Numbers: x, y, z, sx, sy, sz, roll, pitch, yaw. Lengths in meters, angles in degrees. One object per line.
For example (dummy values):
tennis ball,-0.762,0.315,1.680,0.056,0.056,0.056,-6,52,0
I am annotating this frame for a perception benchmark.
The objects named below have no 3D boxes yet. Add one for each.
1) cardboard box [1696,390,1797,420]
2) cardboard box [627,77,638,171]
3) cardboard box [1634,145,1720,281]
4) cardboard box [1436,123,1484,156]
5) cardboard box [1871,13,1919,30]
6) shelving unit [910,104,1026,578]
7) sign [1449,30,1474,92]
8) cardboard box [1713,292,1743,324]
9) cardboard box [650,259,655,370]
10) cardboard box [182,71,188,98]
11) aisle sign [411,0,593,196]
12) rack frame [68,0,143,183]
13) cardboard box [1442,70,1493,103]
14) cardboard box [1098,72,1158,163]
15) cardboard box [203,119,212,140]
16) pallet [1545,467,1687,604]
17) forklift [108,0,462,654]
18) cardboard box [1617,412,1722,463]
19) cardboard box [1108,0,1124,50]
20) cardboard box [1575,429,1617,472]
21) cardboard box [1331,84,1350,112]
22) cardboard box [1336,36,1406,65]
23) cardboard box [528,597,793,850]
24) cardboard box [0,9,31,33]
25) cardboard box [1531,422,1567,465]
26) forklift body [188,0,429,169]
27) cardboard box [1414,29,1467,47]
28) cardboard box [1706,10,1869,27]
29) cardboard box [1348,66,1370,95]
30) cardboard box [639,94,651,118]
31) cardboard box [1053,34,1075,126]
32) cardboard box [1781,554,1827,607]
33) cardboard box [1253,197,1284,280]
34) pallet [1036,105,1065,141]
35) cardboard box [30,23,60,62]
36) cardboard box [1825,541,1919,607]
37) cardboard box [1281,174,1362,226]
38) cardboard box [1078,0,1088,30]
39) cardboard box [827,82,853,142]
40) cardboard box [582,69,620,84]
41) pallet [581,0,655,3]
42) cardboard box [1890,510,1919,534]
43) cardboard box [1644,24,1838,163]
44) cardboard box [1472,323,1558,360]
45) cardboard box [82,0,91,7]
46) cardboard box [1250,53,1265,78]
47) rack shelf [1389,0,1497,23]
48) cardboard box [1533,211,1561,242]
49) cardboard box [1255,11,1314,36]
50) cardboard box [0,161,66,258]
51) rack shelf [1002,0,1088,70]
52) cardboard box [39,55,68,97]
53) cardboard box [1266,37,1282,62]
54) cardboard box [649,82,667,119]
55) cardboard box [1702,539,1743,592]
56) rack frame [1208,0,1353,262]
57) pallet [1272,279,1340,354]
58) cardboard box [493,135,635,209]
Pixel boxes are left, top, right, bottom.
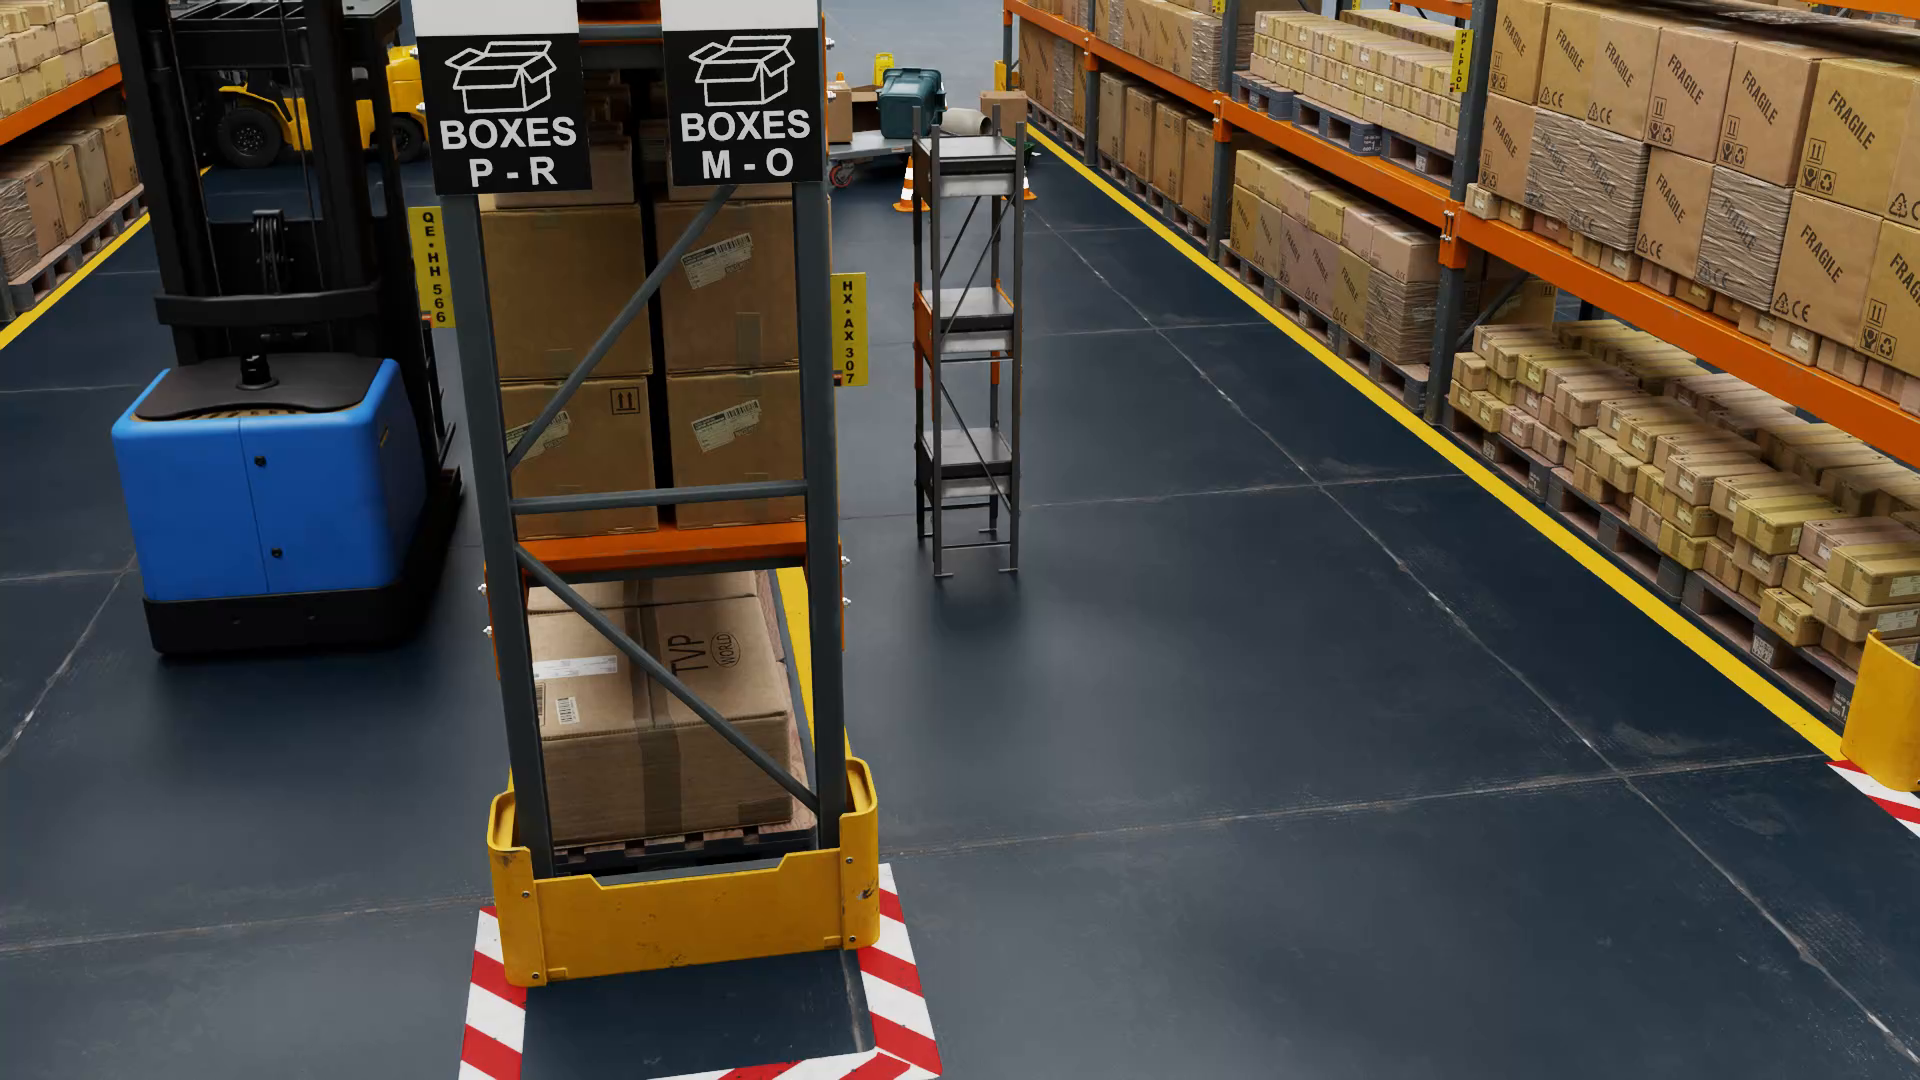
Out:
cardboard box,3.885,-0.626,8.230,0.380,0.149,0.250,-5,24,-12
cardboard box,-1.575,-1.587,6.762,0.500,0.500,0.500,-4,24,-9
cardboard box,3.378,-1.461,7.351,0.500,0.500,0.500,-3,24,-7
cardboard box,2.982,-2.315,9.591,0.380,0.149,0.250,-5,24,-11
cardboard box,7.522,-4.213,12.771,0.797,0.503,0.637,-3,24,-8
shelving unit,0.031,-0.897,7.681,0.431,2.100,0.503,-4,24,-10
sign,2.705,-2.584,8.972,0.100,0.325,0.005,-4,24,-10
cardboard box,3.500,-1.028,7.170,0.380,0.149,0.250,-5,24,-12
cardboard box,-0.970,-0.966,6.590,0.500,0.500,0.500,-4,24,-8
cardboard box,-7.922,-4.468,16.395,0.500,0.250,0.500,-3,24,-8
aisle sign,-1.148,-1.257,4.131,0.394,0.787,0.004,-4,24,-10
rack frame,-7.953,-4.468,14.732,1.000,3.000,0.127,-4,24,-10
cardboard box,2.984,-2.589,9.477,0.380,0.149,0.250,-3,24,-7
cardboard box,1.974,-4.167,16.328,1.050,0.750,0.750,-4,24,-10
cardboard box,-8.011,-4.216,17.065,0.500,0.250,0.500,-4,24,-8
pallet,3.638,-0.076,8.159,1.003,0.211,1.213,-4,24,-10
forklift,-3.132,-1.425,7.851,1.130,2.935,3.031,-4,24,-9
cardboard box,3.374,-0.487,7.911,0.380,0.149,0.250,-4,24,-9
cardboard box,1.697,-4.863,15.512,0.500,0.500,0.500,-4,24,-9
cardboard box,3.277,-0.446,8.188,0.380,0.149,0.250,-4,24,-10
cardboard box,2.688,-2.932,11.004,0.380,0.149,0.250,-5,24,-11
cardboard box,2.692,-3.208,10.893,0.380,0.149,0.250,-5,24,-10
cardboard box,-1.077,0.613,5.775,0.875,0.438,0.875,-5,24,-12
cardboard box,-7.232,-3.891,12.477,0.380,0.149,0.250,-4,24,-9
cardboard box,3.243,-0.520,8.731,0.380,0.149,0.250,-5,24,-11
forklift body,-6.549,-5.041,17.105,2.313,2.155,1.214,-4,24,-10
cardboard box,3.288,-3.352,11.222,0.380,0.149,0.250,-3,24,-7
cardboard box,3.784,-2.166,7.716,0.500,0.500,0.500,-4,24,-8
cardboard box,2.735,-2.970,10.719,0.380,0.149,0.250,-4,24,-10
cardboard box,-0.964,-1.431,6.405,0.500,0.500,0.500,-4,24,-10
cardboard box,1.552,-5.068,18.237,0.875,0.875,0.875,-4,24,-9
cardboard box,3.616,0.162,6.797,0.380,0.149,0.250,-5,24,-11
cardboard box,2.486,-2.222,12.187,0.500,0.500,0.500,-4,24,-9
pallet,1.478,-4.750,18.863,1.003,0.211,1.213,-4,24,-10
cardboard box,-7.345,-3.851,12.882,0.500,0.250,0.500,-4,24,-9
cardboard box,3.642,0.129,6.500,0.380,0.149,0.250,-4,24,-9
cardboard box,2.572,-2.376,11.603,0.500,0.250,0.500,-4,24,-9
cardboard box,1.690,-5.456,16.806,0.875,0.550,0.550,-4,24,-10
cardboard box,-1.332,-4.182,16.254,0.500,0.500,0.500,-4,24,-10
cardboard box,-1.440,-1.647,6.088,0.380,0.149,0.250,-4,24,-8
pallet,-1.004,-1.741,4.853,1.003,0.211,1.213,-4,24,-10
cardboard box,4.057,-0.012,6.824,0.380,0.149,0.250,-4,24,-9
cardboard box,3.361,-1.935,7.188,0.500,0.500,0.500,-5,24,-12
cardboard box,3.110,-1.104,9.323,0.380,0.149,0.250,-3,24,-8
cardboard box,-7.606,-4.593,14.082,0.380,0.149,0.250,-5,24,-11
cardboard box,2.394,-3.556,12.433,0.380,0.149,0.250,-5,24,-10
rack shelf,6.294,-6.027,19.201,1.077,0.370,4.000,-4,24,-10
cardboard box,3.202,-1.648,8.590,0.380,0.149,0.250,-5,24,-12
cardboard box,2.406,-3.821,12.298,0.380,0.149,0.250,-4,24,-10
cardboard box,-7.444,-2.501,12.672,0.875,0.625,0.625,-4,24,-8
rack shelf,1.400,-5.700,18.451,1.077,0.370,4.000,-4,24,-10
cardboard box,-7.340,-3.623,12.984,0.500,0.250,0.500,-4,24,-8
cardboard box,2.454,-3.571,12.097,0.380,0.149,0.250,-3,24,-7
cardboard box,-0.871,-1.488,5.725,0.380,0.149,0.250,-4,24,-9
cardboard box,3.517,0.100,7.311,0.380,0.149,0.250,-4,24,-9
rack frame,2.510,-3.669,12.904,1.000,3.000,0.127,-4,24,-10
pallet,2.875,-1.605,11.661,1.003,0.211,1.213,-4,24,-10
cardboard box,-1.120,-1.044,4.708,0.380,0.149,0.250,-4,24,-9
